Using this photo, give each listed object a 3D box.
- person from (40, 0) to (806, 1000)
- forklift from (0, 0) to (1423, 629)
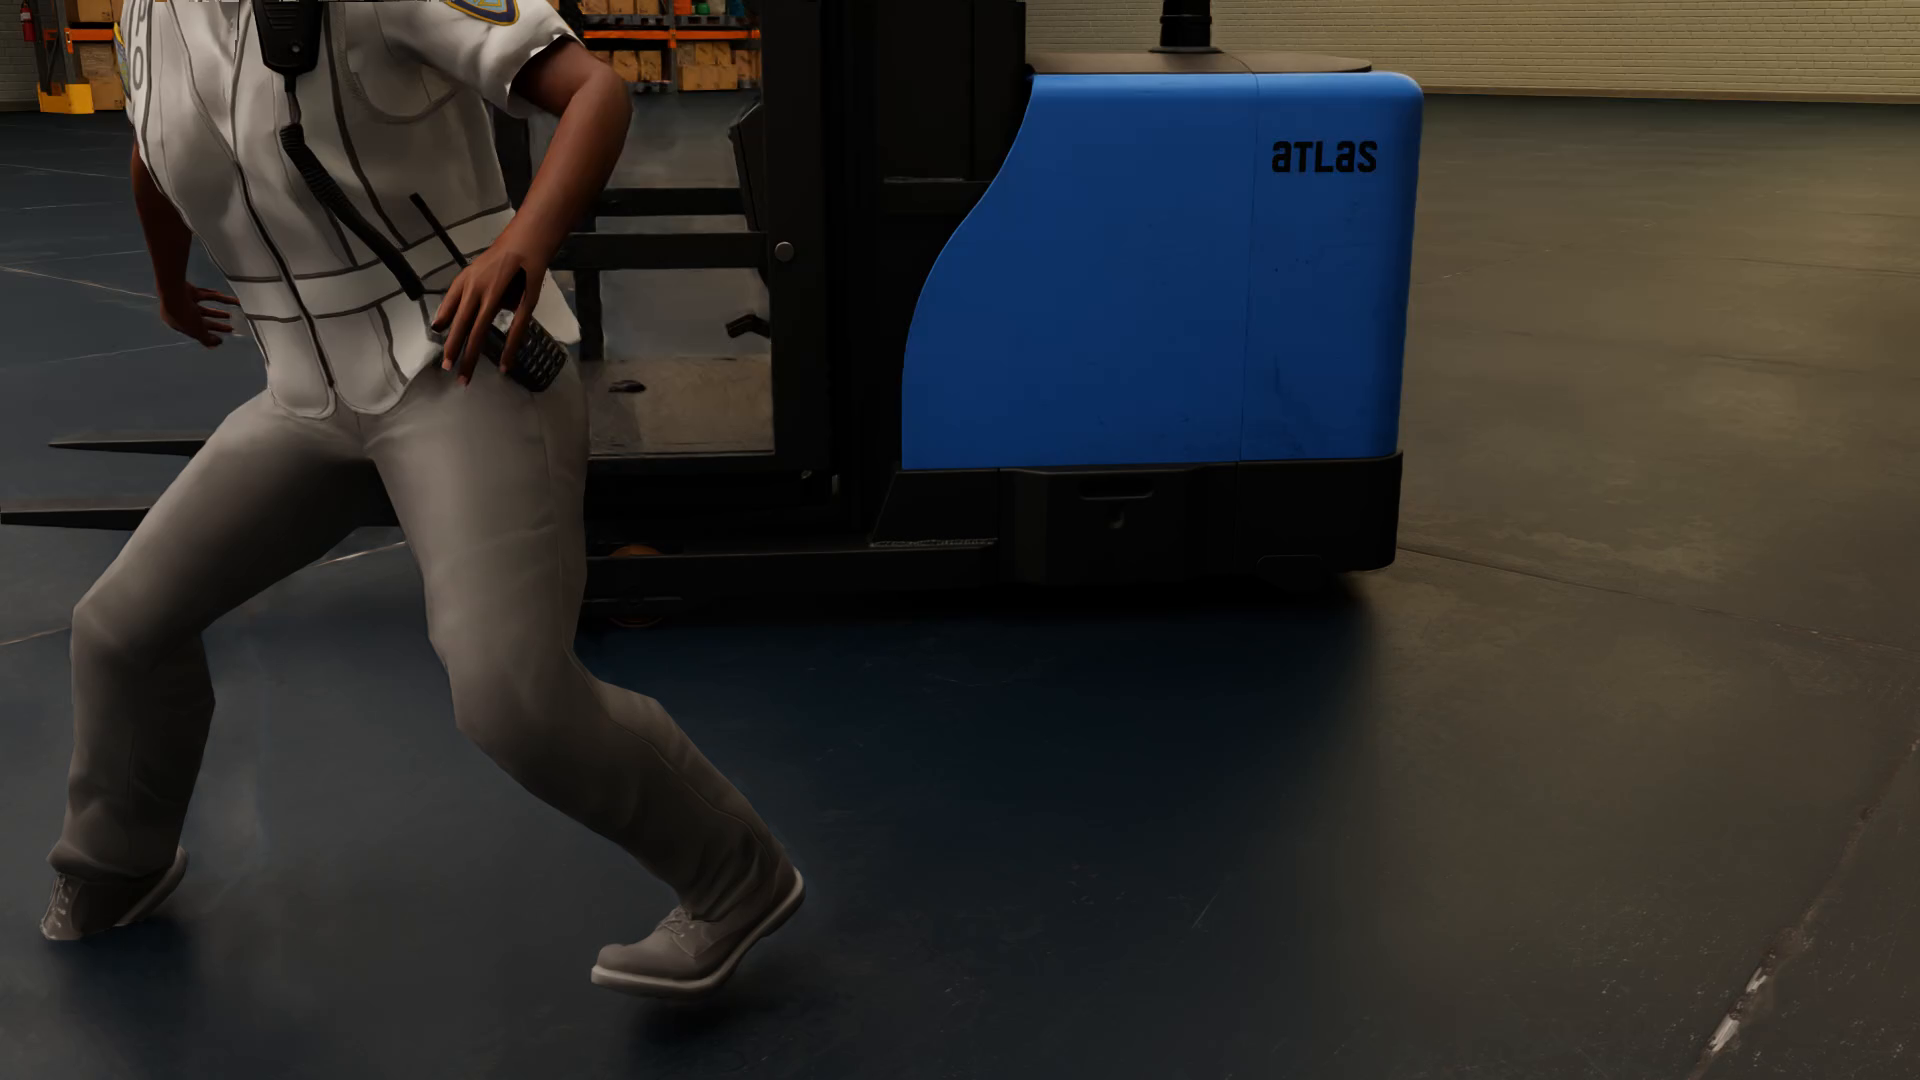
[{"bbox_3d":[-0.744,-0.127,1.965,1.030,1.609,0.532,9,19,28],"label":"person"},{"bbox_3d":[-0.618,-1.379,3.439,3.031,2.935,1.130,-2,17,-5],"label":"forklift"}]
